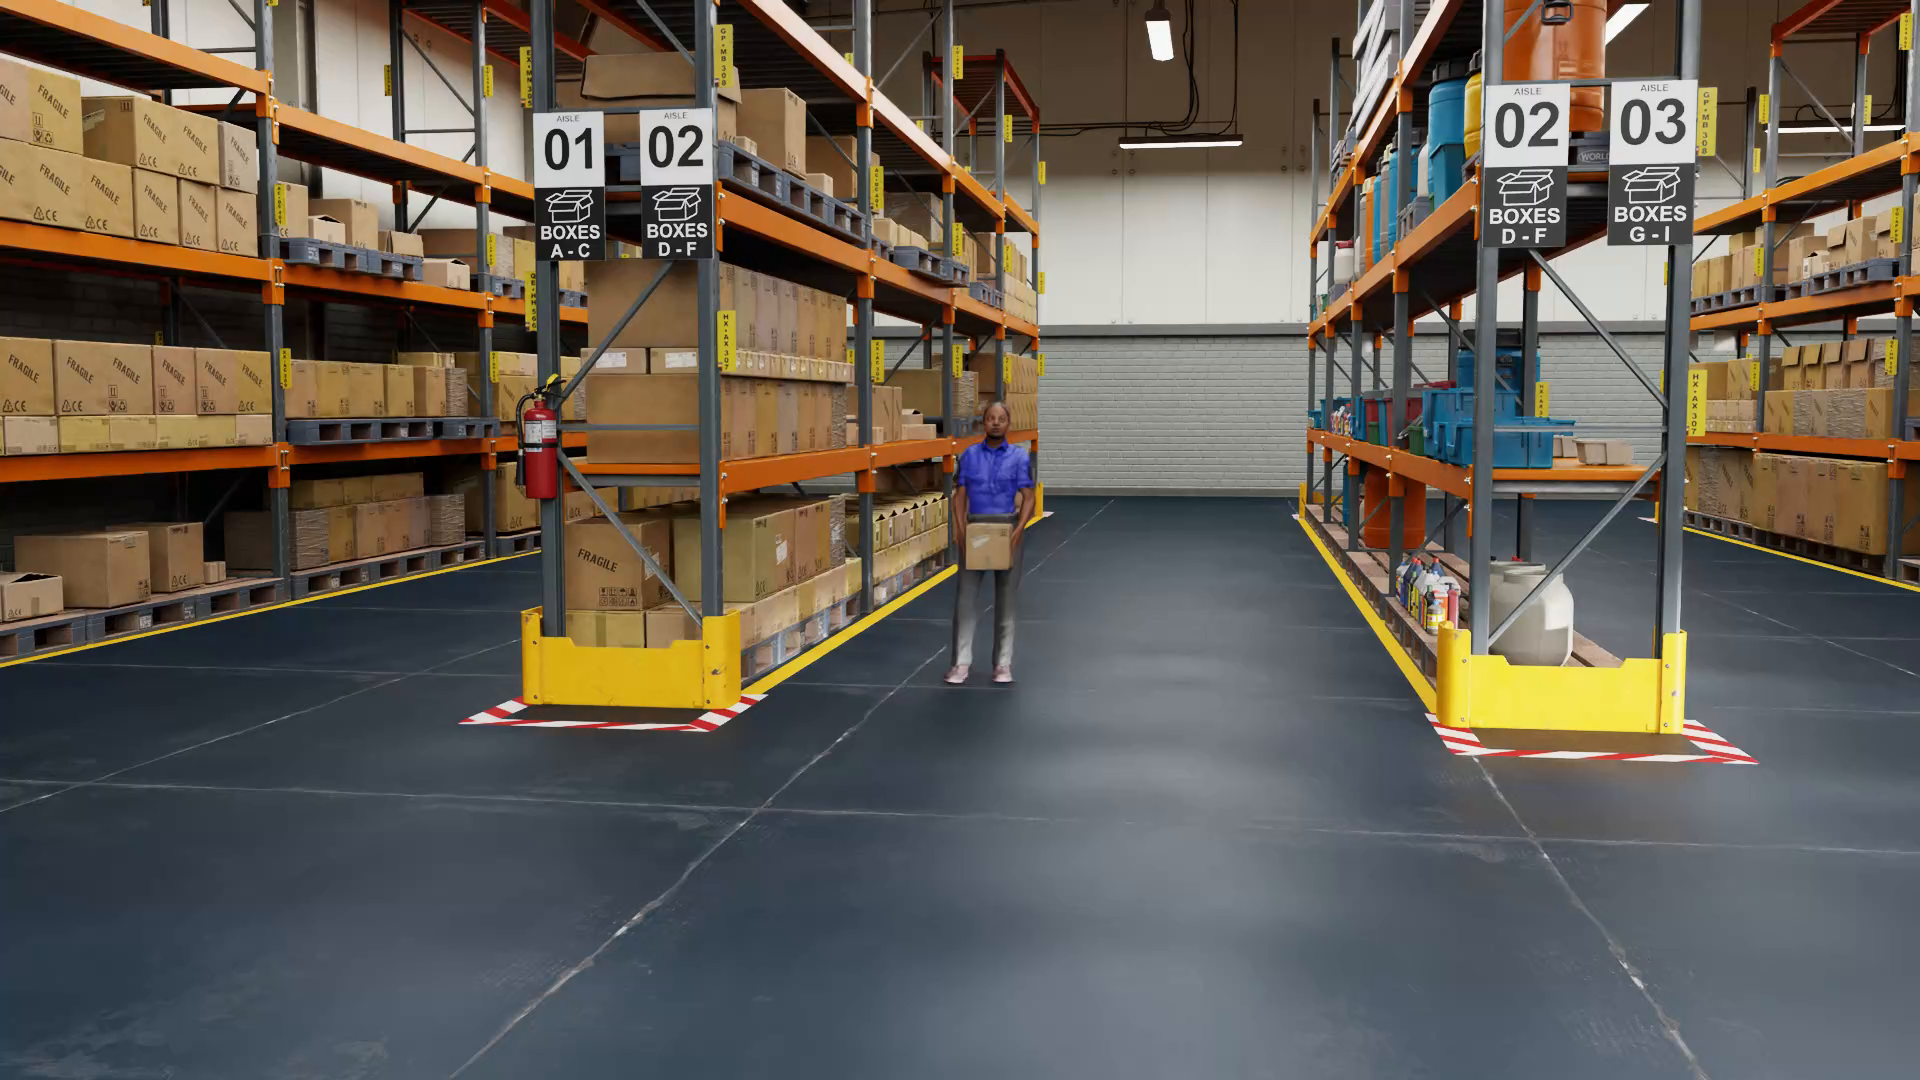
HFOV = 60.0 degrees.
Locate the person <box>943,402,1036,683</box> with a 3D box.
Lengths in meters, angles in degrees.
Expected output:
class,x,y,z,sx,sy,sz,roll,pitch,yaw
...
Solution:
class,x,y,z,sx,sy,sz,roll,pitch,yaw
person,0.177,0.014,9.803,0.535,1.655,0.414,1,5,8
